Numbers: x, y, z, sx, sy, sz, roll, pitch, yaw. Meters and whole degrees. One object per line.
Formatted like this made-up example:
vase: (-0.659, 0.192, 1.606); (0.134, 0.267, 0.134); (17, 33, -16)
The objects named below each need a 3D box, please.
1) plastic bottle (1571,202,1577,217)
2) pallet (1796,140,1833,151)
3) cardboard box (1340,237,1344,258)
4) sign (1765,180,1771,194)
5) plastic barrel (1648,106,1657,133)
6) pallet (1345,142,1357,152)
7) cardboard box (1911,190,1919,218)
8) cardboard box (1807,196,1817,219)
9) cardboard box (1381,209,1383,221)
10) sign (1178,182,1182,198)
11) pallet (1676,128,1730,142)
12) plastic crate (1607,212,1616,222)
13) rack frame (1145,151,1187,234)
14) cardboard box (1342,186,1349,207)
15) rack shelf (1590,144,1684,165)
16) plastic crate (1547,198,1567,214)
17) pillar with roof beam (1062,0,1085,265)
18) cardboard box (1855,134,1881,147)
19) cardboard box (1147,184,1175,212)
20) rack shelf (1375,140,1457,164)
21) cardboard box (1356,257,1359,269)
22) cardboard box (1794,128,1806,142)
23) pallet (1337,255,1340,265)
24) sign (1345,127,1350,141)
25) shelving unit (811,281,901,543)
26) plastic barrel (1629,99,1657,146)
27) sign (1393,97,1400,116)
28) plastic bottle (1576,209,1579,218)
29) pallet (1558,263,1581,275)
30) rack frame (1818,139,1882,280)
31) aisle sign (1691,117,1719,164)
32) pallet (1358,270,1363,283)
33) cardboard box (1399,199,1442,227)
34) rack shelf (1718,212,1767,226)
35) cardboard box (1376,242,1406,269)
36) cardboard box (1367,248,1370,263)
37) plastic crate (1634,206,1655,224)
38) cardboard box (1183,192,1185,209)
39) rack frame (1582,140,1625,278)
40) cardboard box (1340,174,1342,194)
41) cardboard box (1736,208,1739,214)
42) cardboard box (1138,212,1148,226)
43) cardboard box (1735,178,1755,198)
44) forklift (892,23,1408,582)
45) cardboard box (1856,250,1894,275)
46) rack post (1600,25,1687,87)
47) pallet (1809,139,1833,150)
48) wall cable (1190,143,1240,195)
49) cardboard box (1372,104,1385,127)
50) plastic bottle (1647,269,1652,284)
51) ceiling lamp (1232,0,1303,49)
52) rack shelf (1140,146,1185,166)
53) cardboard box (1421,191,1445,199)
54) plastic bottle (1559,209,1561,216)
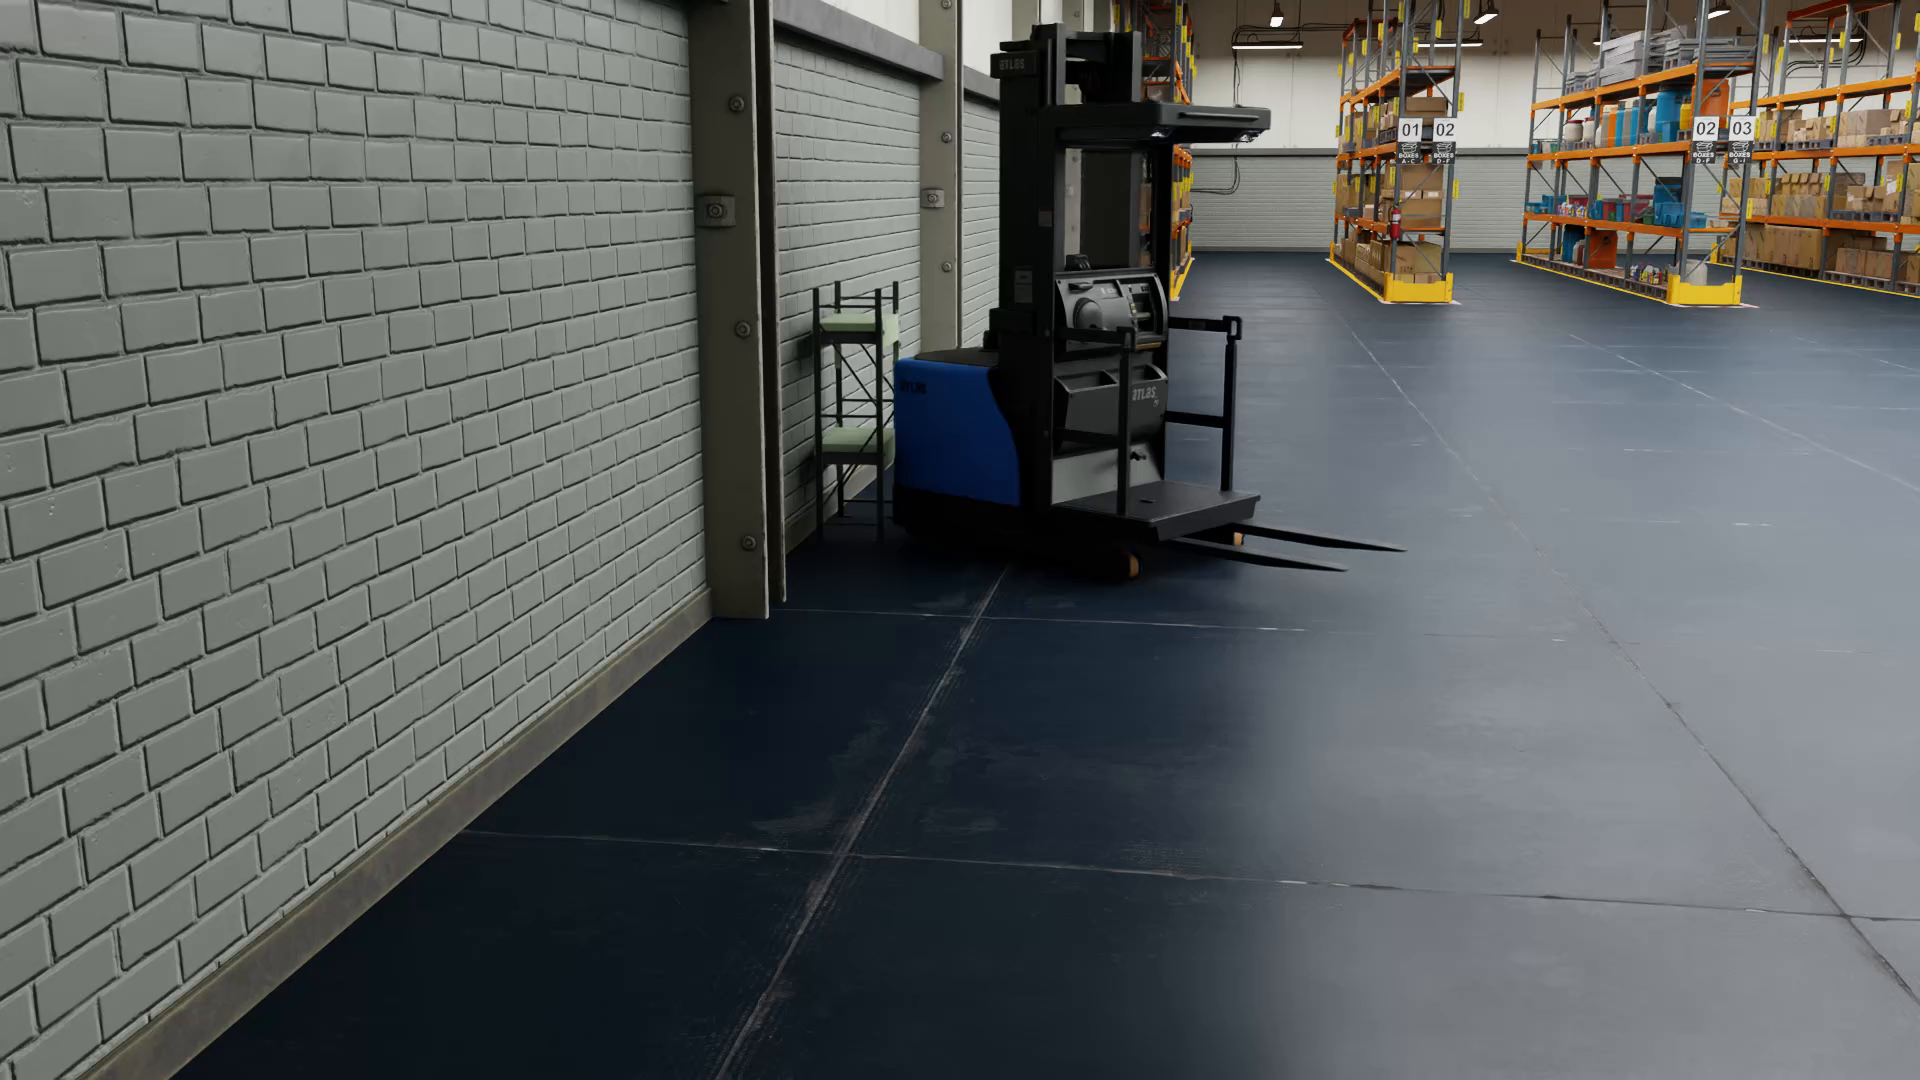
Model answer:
plastic bottle: (14.312, -7.700, 38.720); (0.144, 0.351, 0.185); (2, 12, 9)
pallet: (19.491, -8.872, 37.371); (1.003, 0.211, 1.213); (2, 12, 11)
cardboard box: (9.910, -7.405, 42.123); (0.500, 0.500, 0.500); (2, 12, 9)
sign: (19.341, -8.442, 39.802); (0.100, 0.325, 0.005); (2, 12, 9)
plastic barrel: (13.505, -8.100, 32.079); (0.421, 0.512, 0.421); (0, 12, 0)
pallet: (9.776, -9.309, 39.395); (1.213, 0.211, 1.003); (2, 12, 9)
cardboard box: (18.418, -6.297, 31.148); (0.875, 0.500, 0.500); (2, 12, 9)
cardboard box: (19.188, -7.393, 36.940); (0.500, 0.500, 0.500); (2, 12, 8)
cardboard box: (8.904, -6.649, 34.083); (0.500, 0.250, 0.500); (3, 12, 12)
sign: (4.514, -7.186, 34.161); (0.100, 0.325, 0.005); (2, 12, 9)
pallet: (13.374, -7.168, 29.462); (1.003, 0.211, 1.213); (2, 12, 9)
plastic crate: (13.755, -6.726, 34.584); (0.450, 0.188, 0.662); (2, 12, 9)
rack frame: (5.207, -8.444, 42.054); (1.000, 3.000, 0.127); (2, 12, 9)
cardboard box: (9.808, -8.447, 40.834); (0.700, 0.500, 0.500); (-2, 12, -10)
rack shelf: (14.073, -7.988, 34.529); (1.077, 0.370, 4.000); (2, 12, 9)
plastic crate: (14.731, -8.253, 41.062); (0.392, 0.384, 0.575); (2, 12, 9)
pillar with roof beam: (5.945, -7.664, 24.194); (9.100, 9.000, 0.400); (2, 12, 9)
cardboard box: (18.802, -8.219, 34.246); (0.500, 0.250, 0.500); (2, 12, 10)
cardboard box: (3.732, -6.338, 30.814); (0.500, 0.500, 0.500); (2, 12, 9)
rack shelf: (8.564, -7.317, 31.413); (1.077, 0.370, 4.000); (2, 12, 9)
cardboard box: (9.040, -6.108, 36.747); (0.500, 0.250, 0.500); (2, 12, 7)
cardboard box: (19.632, -9.365, 38.423); (0.500, 0.311, 0.500); (1, 12, 7)
pallet: (10.394, -7.318, 43.452); (1.003, 0.211, 1.213); (2, 12, 9)
sign: (9.565, -10.019, 41.017); (0.100, 0.325, 0.005); (2, 12, 9)
shelving unit: (-0.619, -0.801, 10.152); (0.431, 1.500, 0.755); (1, 12, 6)
plastic barrel: (13.629, -8.282, 32.992); (0.600, 0.901, 0.708); (2, 12, 9)
sign: (7.723, -7.667, 29.416); (0.100, 0.325, 0.005); (2, 12, 9)
plastic bottle: (14.198, -7.504, 38.166); (0.097, 0.201, 0.097); (0, 12, 0)
pallet: (14.651, -6.346, 38.937); (1.003, 0.211, 1.213); (2, 12, 9)
rack frame: (19.275, -7.130, 35.956); (1.000, 3.000, 0.127); (2, 12, 9)
aisle sign: (12.846, -6.890, 28.675); (0.394, 0.787, 0.004); (2, 12, 9)
pallet: (9.132, -5.665, 35.779); (1.003, 0.211, 1.213); (2, 12, 9)
cardboard box: (8.341, -5.932, 30.160); (0.700, 0.500, 0.500); (2, 12, 9)
rack shelf: (20.198, -8.027, 41.828); (1.077, 0.370, 4.000); (2, 12, 9)
cardboard box: (8.263, -5.448, 31.902); (0.500, 0.500, 0.500); (2, 12, 9)
cardboard box: (8.651, -5.848, 34.206); (0.500, 0.311, 0.500); (2, 12, 9)
plastic crate: (13.559, -6.322, 32.357); (0.767, 0.338, 0.504); (2, 12, 9)
cardboard box: (5.009, -8.017, 39.082); (0.500, 0.500, 0.500); (2, 12, 11)
rack frame: (14.381, -7.290, 36.701); (1.000, 3.000, 0.127); (2, 12, 9)
cardboard box: (10.157, -9.252, 43.192); (0.500, 0.500, 0.500); (2, 12, 8)
cardboard box: (19.929, -8.341, 42.174); (0.380, 0.149, 0.250); (2, 12, 8)
cardboard box: (3.242, -5.986, 30.957); (0.500, 0.250, 0.500); (2, 12, 9)
cardboard box: (20.014, -8.930, 42.182); (0.500, 0.500, 0.500); (2, 12, 7)
forklift: (1.013, -1.331, 9.213); (3.031, 2.935, 1.130); (11, 16, 41)
cardboard box: (19.039, -5.749, 34.437); (0.700, 0.500, 0.500); (3, 13, 13)
rack post: (13.984, -9.901, 34.099); (1.013, 1.000, 3.121); (2, 12, 9)
pallet: (19.321, -8.639, 36.290); (1.213, 0.211, 1.003); (2, 12, 11)
wall cable: (7.045, -11.857, 51.022); (3.097, 2.526, 0.112); (2, 12, 9)
cardboard box: (9.560, -9.546, 37.438); (0.500, 0.500, 0.500); (2, 12, 9)
plastic bottle: (13.087, -4.985, 31.427); (0.152, 0.276, 0.135); (2, 12, 7)
ceiling lamp: (8.730, -15.540, 46.884); (2.000, 3.185, 0.800); (2, 12, 9)
rack shelf: (4.284, -8.309, 36.018); (1.077, 0.370, 4.000); (2, 12, 9)
cardboard box: (8.530, -6.227, 29.990); (0.380, 0.149, 0.250); (2, 12, 8)
plastic bottle: (14.498, -7.911, 40.052); (0.097, 0.201, 0.097); (0, 12, 0)
